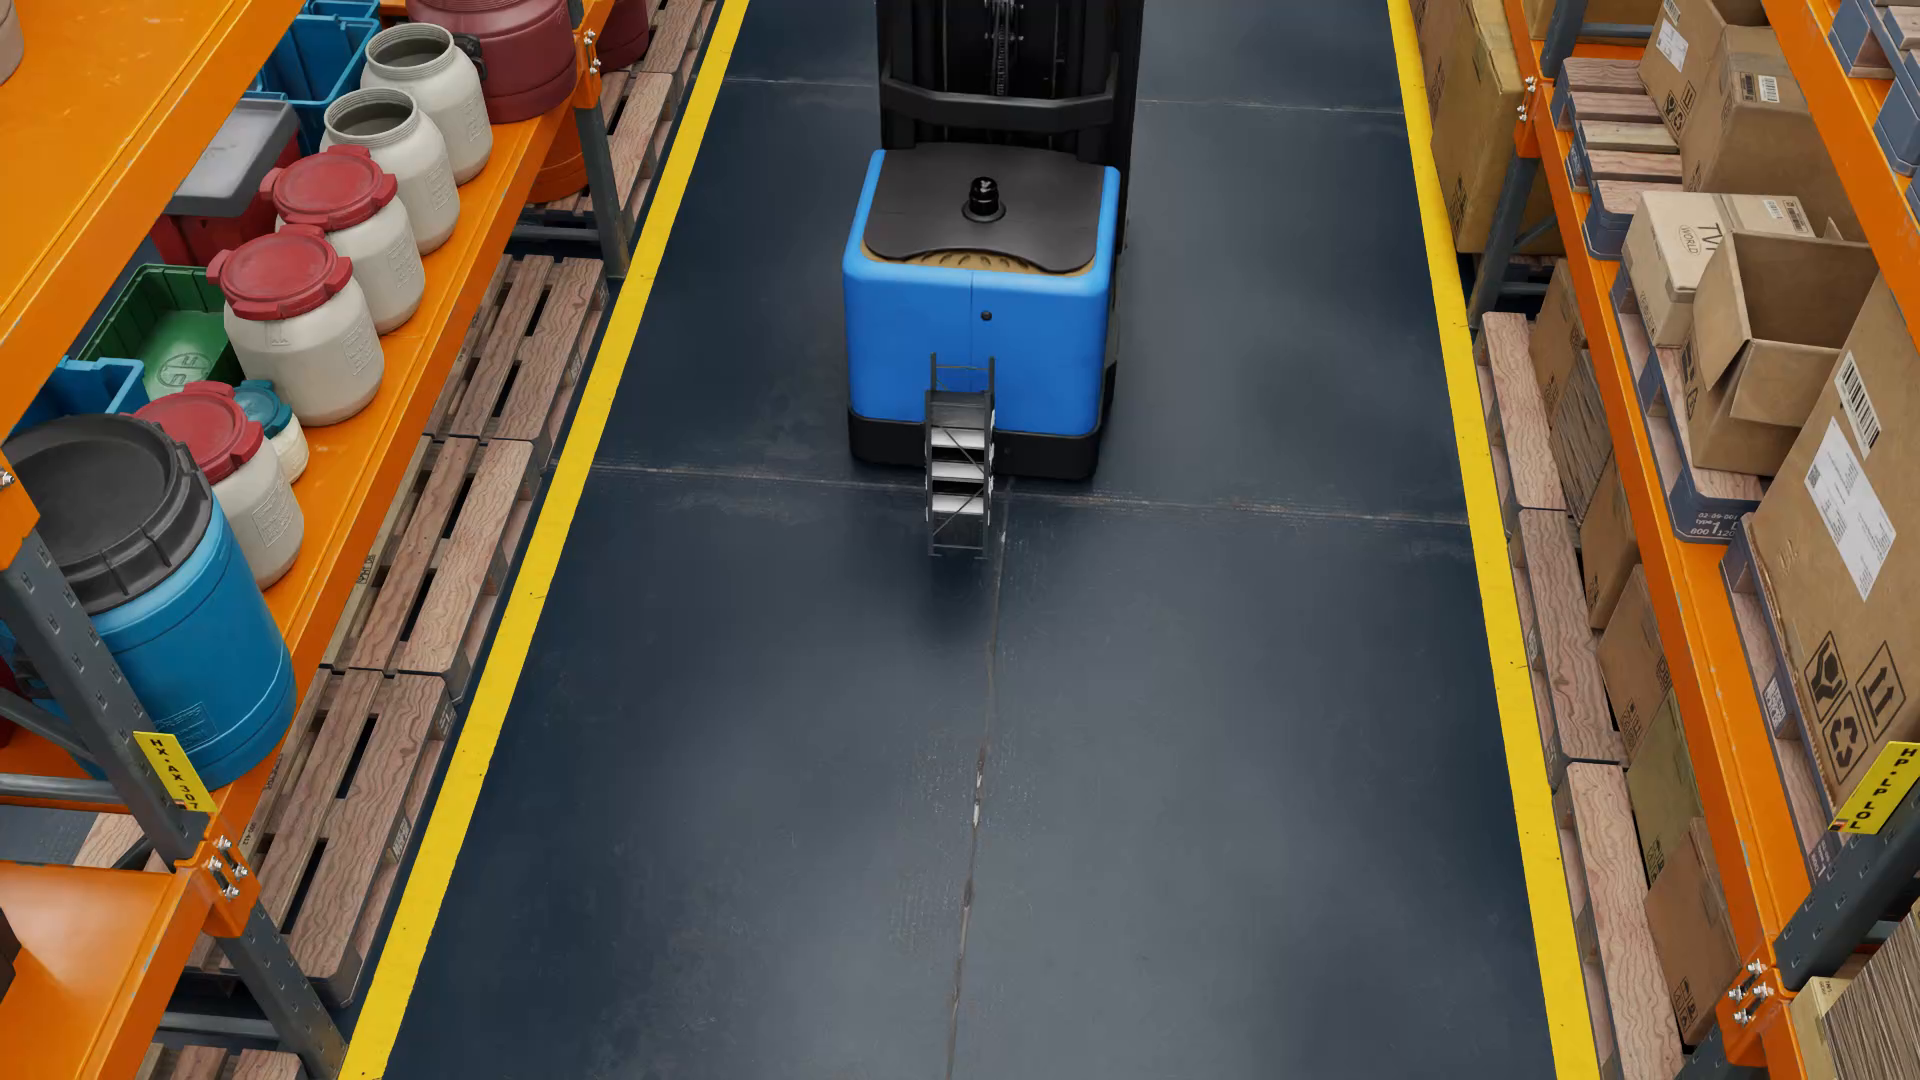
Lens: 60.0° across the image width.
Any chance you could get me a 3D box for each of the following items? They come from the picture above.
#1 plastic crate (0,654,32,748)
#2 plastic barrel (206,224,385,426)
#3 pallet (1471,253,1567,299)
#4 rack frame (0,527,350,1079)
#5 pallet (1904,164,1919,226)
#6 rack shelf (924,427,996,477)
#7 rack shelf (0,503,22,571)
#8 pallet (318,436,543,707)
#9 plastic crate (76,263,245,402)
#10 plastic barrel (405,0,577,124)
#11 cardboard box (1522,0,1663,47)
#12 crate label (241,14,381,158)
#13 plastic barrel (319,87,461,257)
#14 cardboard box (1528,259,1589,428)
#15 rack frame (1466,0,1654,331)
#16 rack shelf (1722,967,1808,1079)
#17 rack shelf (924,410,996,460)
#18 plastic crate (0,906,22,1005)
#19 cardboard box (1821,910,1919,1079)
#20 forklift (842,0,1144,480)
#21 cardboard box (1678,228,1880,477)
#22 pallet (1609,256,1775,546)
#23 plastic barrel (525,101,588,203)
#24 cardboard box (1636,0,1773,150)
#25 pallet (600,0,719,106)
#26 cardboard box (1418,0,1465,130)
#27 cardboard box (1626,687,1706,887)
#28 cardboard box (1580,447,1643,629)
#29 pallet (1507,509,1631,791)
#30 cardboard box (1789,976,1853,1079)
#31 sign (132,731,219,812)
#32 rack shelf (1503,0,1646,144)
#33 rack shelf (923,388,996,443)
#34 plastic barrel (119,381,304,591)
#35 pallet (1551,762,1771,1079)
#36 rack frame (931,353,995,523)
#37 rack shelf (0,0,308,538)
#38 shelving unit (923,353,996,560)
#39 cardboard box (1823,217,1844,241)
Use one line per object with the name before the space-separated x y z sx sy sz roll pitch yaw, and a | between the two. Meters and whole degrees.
plastic crate | -2.710 0.216 4.502 0.402 0.464 0.583 4 48 4
plastic barrel | -2.076 -0.659 5.254 0.433 0.535 0.433 0 48 0
pallet | 2.995 -1.625 8.119 1.003 0.211 1.213 4 48 4
rack frame | -2.449 0.614 4.181 1.000 3.000 0.127 4 48 4
pallet | 2.646 -0.448 3.247 1.213 0.211 1.003 4 48 4
rack shelf | 0.001 -0.348 6.408 0.258 0.077 0.200 4 48 4
rack shelf | -2.631 1.314 1.996 1.077 0.370 4.000 4 48 4
pallet | -2.307 0.077 6.563 1.003 0.211 1.213 4 48 4
plastic crate | -2.571 -0.613 5.447 0.450 0.188 0.662 4 48 4
plastic barrel | -1.825 -2.010 6.489 0.600 0.536 0.708 4 48 4
cardboard box | 2.646 -2.405 6.875 0.500 0.500 0.500 5 48 5
crate label | -2.444 -1.625 6.206 0.502 0.435 0.616 4 48 4
plastic barrel | -2.004 -1.283 5.841 0.421 0.512 0.421 0 48 0
cardboard box | 2.807 -0.803 6.874 0.700 0.500 0.500 2 48 1
rack frame | 2.848 -1.992 6.565 1.000 3.000 0.127 4 48 4
rack shelf | 2.301 2.660 2.798 1.077 0.370 4.000 4 48 4
rack shelf | 0.001 -0.409 6.341 0.258 0.077 0.200 4 48 4
plastic crate | -2.623 1.011 3.860 0.767 0.338 0.504 4 48 4
cardboard box | 2.381 1.140 3.431 0.875 0.500 0.500 4 48 4
forklift | 0.233 -2.339 6.929 1.130 2.935 3.031 5 48 5
cardboard box | 2.549 -0.509 4.854 0.797 0.503 0.637 8 48 8
pallet | 2.708 -0.470 5.303 1.003 0.211 1.213 4 48 4
plastic barrel | -2.057 -2.095 7.845 0.600 0.830 0.708 4 48 4
cardboard box | 2.839 -1.768 6.008 0.500 0.500 0.500 -1 48 -1
pallet | -1.940 -2.860 9.249 1.003 0.211 1.213 4 48 4
cardboard box | 3.020 -2.577 8.255 1.225 0.875 0.875 4 48 4
cardboard box | 2.623 0.844 5.367 0.700 0.500 0.500 4 48 3
cardboard box | 2.724 0.022 6.118 0.700 0.500 0.500 7 48 7
pallet | 2.662 0.417 6.251 1.003 0.211 1.213 4 48 4
cardboard box | 2.164 1.170 3.843 0.380 0.149 0.250 4 48 4
sign | -1.902 0.566 4.038 0.100 0.325 0.005 4 48 4
rack shelf | 3.030 -3.219 8.175 1.077 0.370 4.000 4 48 4
rack shelf | 0.001 -0.469 6.275 0.258 0.077 0.200 4 48 4
plastic barrel | -2.143 -0.120 4.761 0.433 0.535 0.433 0 48 0
pallet | 2.553 1.316 5.429 1.003 0.211 1.213 4 48 4
rack frame | 0.010 -0.384 6.518 0.240 0.900 0.006 4 48 4
rack shelf | -2.267 -1.625 4.684 1.077 0.370 4.000 4 48 4
shelving unit | 0.001 -0.310 6.449 0.258 0.900 0.210 4 48 4
cardboard box | 2.965 -0.845 5.322 0.396 0.266 0.258 3 48 2
